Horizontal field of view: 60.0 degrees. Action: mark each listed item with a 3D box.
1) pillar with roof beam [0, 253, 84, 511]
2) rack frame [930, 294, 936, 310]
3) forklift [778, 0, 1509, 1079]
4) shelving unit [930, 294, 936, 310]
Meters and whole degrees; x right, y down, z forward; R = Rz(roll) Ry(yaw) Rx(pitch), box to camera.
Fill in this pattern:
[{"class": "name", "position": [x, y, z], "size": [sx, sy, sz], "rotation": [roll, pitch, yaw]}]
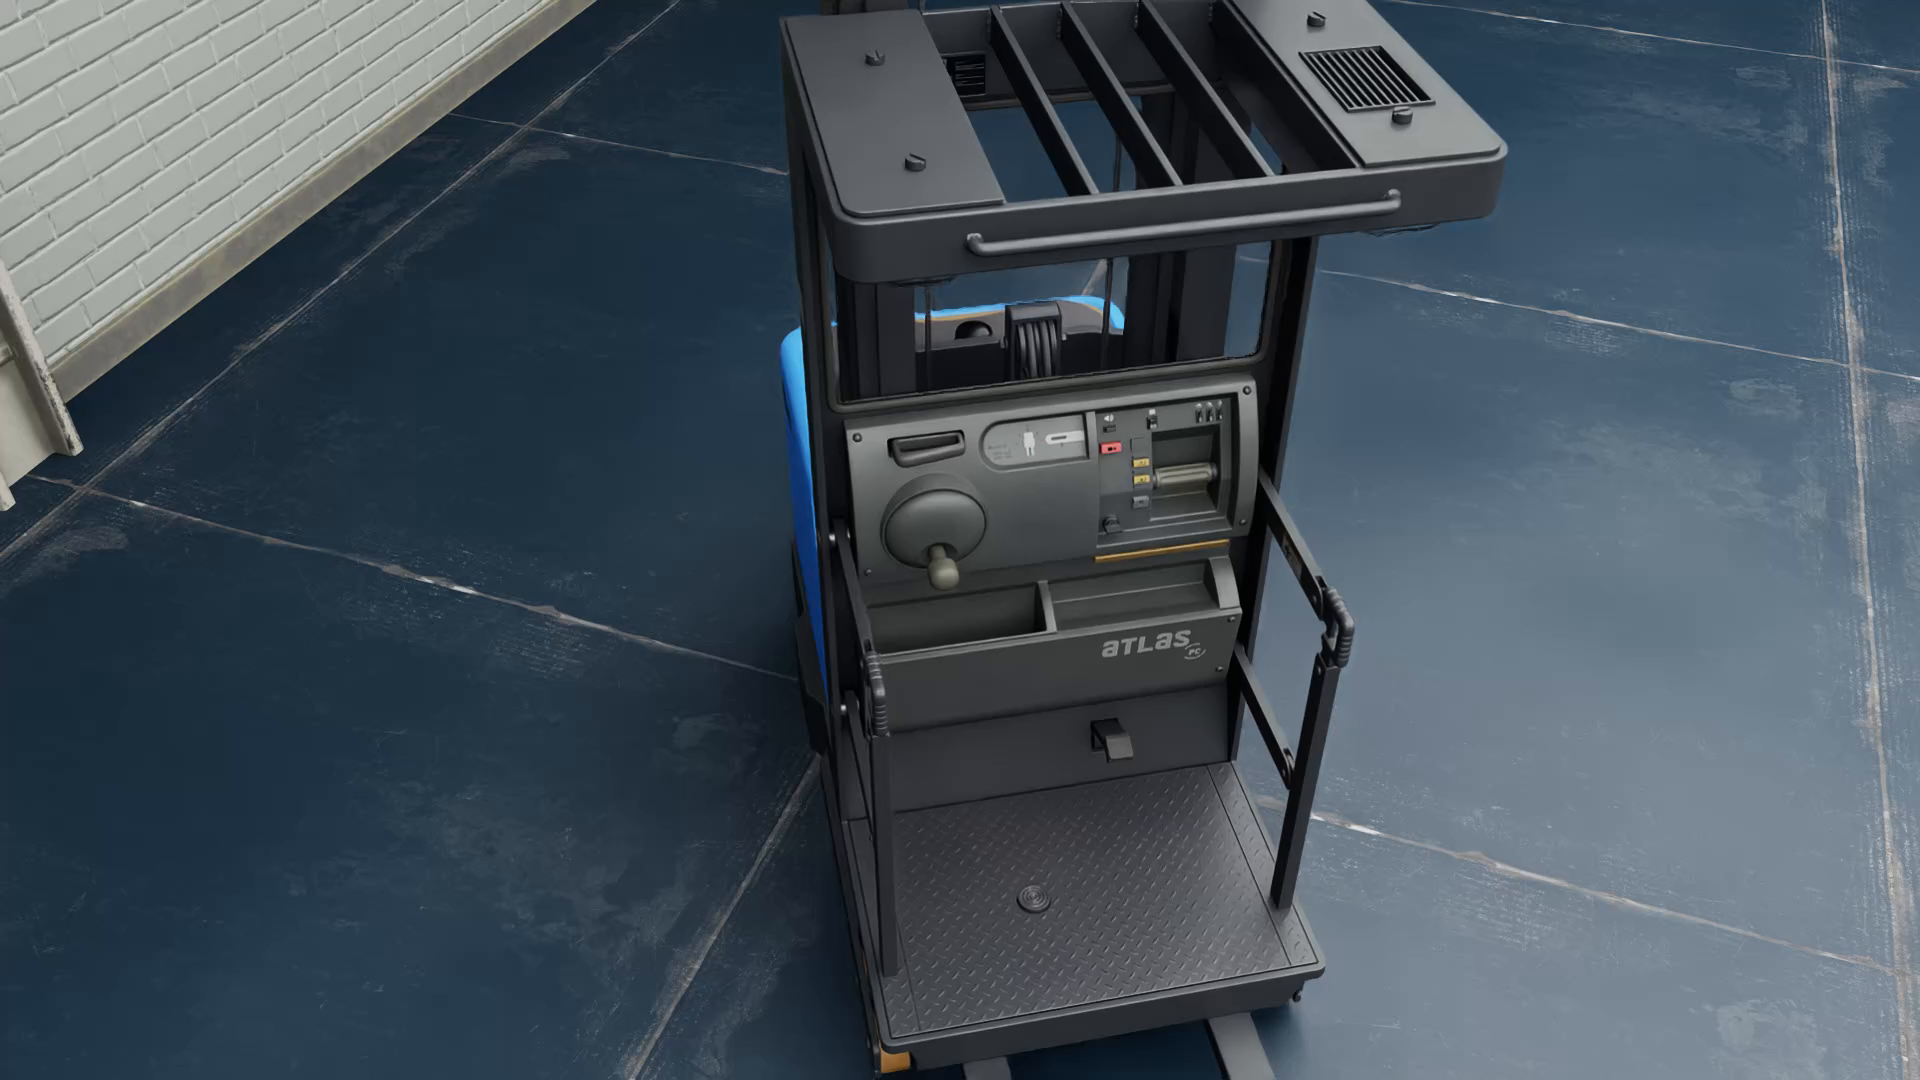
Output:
[{"class": "pillar with roof beam", "position": [0.598, -2.723, 2.008], "size": [9.100, 9.000, 0.400], "rotation": [13, 42, 15]}, {"class": "rack frame", "position": [0.017, -0.414, 5.542], "size": [0.240, 0.900, 0.006], "rotation": [11, 42, 13]}, {"class": "forklift", "position": [0.260, -0.048, 3.548], "size": [1.130, 2.935, 3.031], "rotation": [-8, 41, -9]}, {"class": "shelving unit", "position": [-0.013, -0.351, 5.468], "size": [0.258, 0.900, 0.210], "rotation": [11, 42, 13]}]
